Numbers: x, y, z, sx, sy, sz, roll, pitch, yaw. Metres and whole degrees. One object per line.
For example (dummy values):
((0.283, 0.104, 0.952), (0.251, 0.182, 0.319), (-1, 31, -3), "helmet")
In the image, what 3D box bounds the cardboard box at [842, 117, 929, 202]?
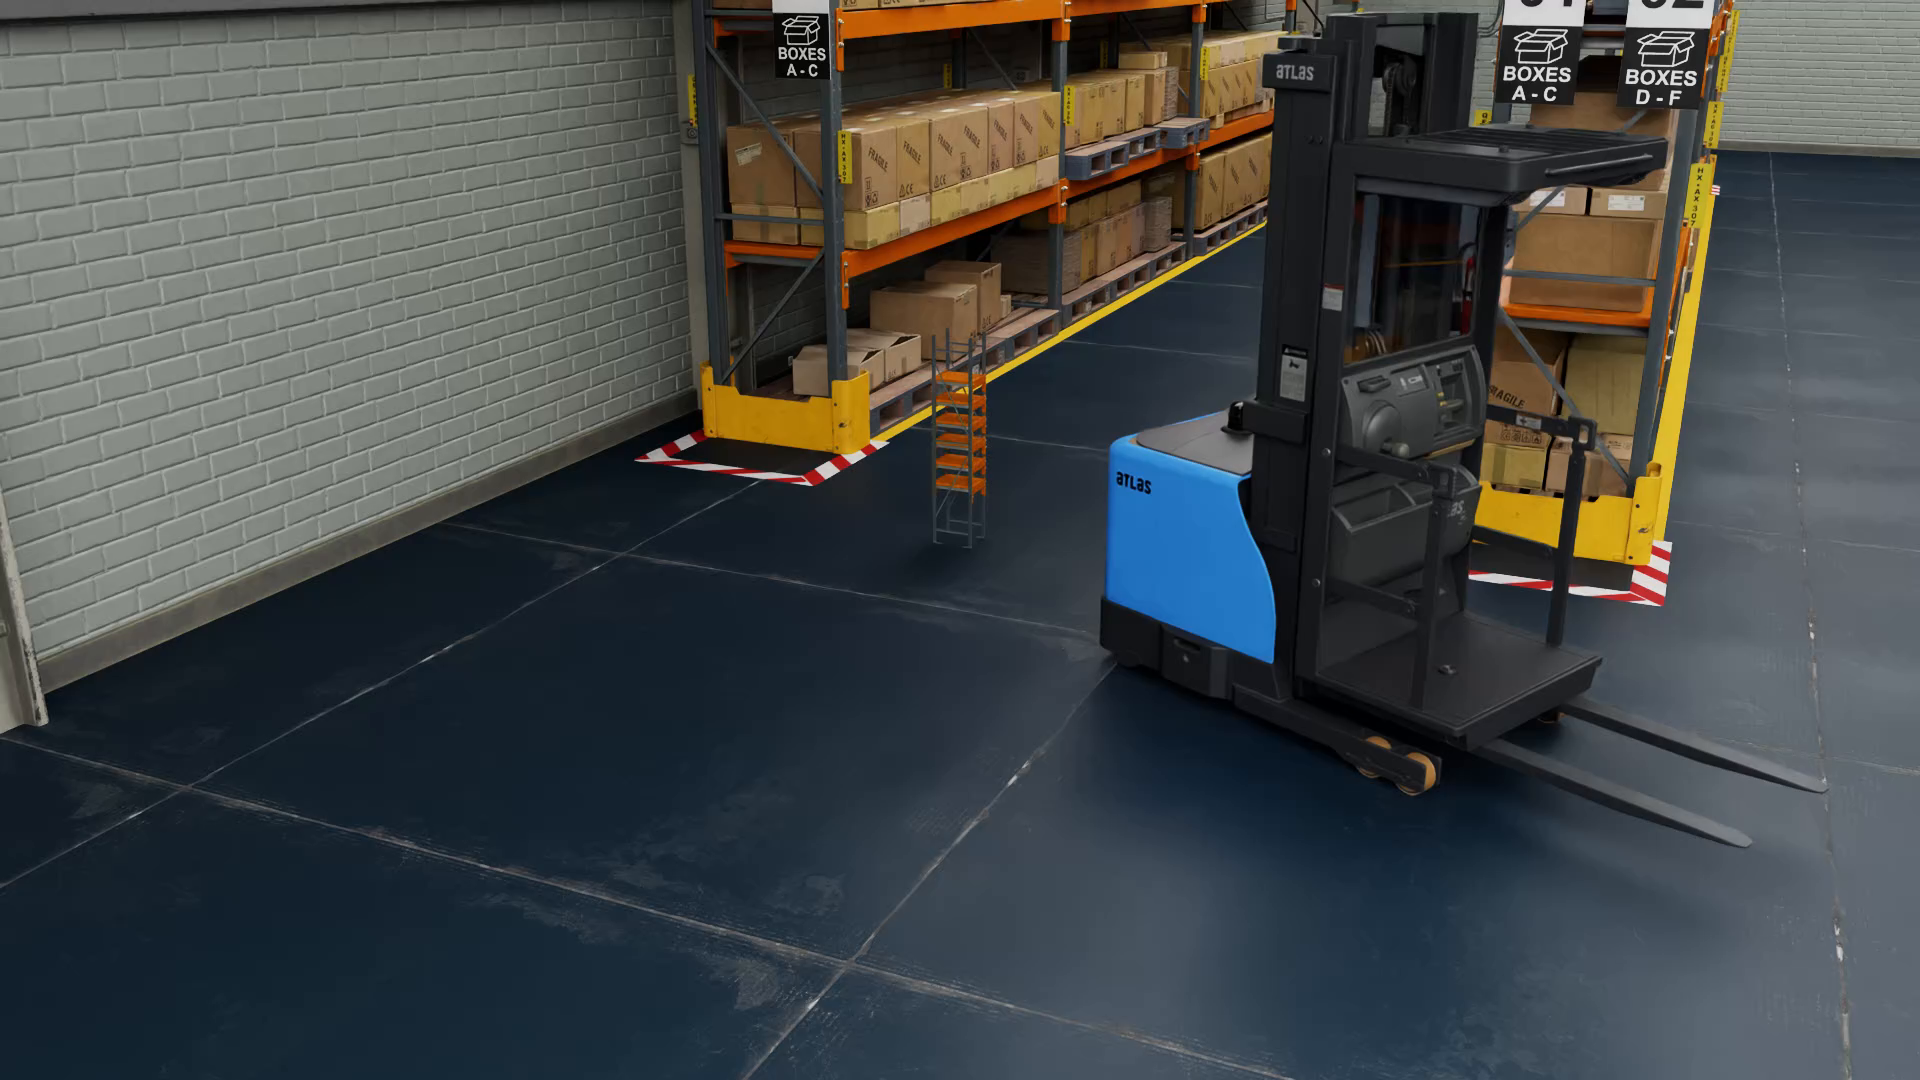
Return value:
((-0.544, -2.631, 11.465), (0.500, 0.500, 0.500), (9, 21, 23), "cardboard box")

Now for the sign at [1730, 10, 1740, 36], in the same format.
((10.346, -6.909, 22.220), (0.100, 0.325, 0.005), (9, 21, 23), "sign")

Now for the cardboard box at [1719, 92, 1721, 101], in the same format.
((9.494, -5.859, 21.318), (0.500, 0.500, 0.500), (9, 21, 23), "cardboard box")

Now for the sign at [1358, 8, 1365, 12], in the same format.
((5.816, -7.554, 24.152), (0.100, 0.325, 0.005), (9, 21, 23), "sign")

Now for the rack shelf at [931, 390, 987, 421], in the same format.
((-0.006, -0.745, 9.190), (0.258, 0.103, 0.180), (9, 21, 23), "rack shelf")

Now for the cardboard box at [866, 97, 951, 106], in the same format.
((-0.395, -3.175, 12.995), (0.500, 0.500, 0.500), (9, 22, 24), "cardboard box")

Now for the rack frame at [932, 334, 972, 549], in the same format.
((-0.043, -0.533, 9.177), (0.240, 1.200, 0.006), (9, 21, 23), "rack frame")

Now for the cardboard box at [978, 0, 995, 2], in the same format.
((0.021, -4.261, 12.319), (0.500, 0.500, 0.500), (8, 21, 21), "cardboard box")

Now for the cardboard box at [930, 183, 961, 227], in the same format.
((-0.322, -2.445, 12.060), (0.500, 0.250, 0.500), (8, 21, 22), "cardboard box")

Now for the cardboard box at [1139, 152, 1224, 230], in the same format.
((2.472, -3.922, 18.602), (0.750, 0.750, 0.750), (8, 21, 22), "cardboard box")

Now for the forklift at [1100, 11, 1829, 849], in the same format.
((2.003, -0.557, 6.660), (1.130, 2.935, 3.031), (-16, 25, -38), "forklift")

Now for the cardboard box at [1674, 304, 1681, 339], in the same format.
((5.535, -1.776, 13.464), (0.500, 0.250, 0.500), (9, 22, 24), "cardboard box")

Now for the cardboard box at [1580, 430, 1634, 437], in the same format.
((3.920, -0.595, 10.142), (0.500, 0.250, 0.500), (9, 21, 23), "cardboard box")

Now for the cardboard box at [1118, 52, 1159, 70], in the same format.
((1.819, -4.880, 16.941), (0.380, 0.149, 0.250), (5, 20, 14), "cardboard box")

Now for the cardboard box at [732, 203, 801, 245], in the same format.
((-1.211, -2.193, 11.352), (0.500, 0.250, 0.500), (9, 21, 23), "cardboard box")

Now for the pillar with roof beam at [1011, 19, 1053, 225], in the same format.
((4.657, -6.487, 14.280), (9.100, 9.000, 0.400), (9, 21, 23), "pillar with roof beam")

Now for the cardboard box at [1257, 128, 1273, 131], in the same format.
((4.169, -5.518, 22.644), (0.380, 0.149, 0.250), (8, 21, 21), "cardboard box")

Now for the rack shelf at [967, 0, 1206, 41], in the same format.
((1.232, -4.993, 15.629), (1.077, 0.370, 4.000), (9, 21, 23), "rack shelf")

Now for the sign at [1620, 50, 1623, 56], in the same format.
((7.711, -5.554, 19.318), (0.100, 0.325, 0.005), (9, 21, 23), "sign")

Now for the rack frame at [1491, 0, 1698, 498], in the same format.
((3.296, -1.406, 8.946), (1.000, 3.000, 0.127), (9, 21, 23), "rack frame")

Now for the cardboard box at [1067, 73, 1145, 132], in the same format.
((1.378, -4.256, 16.152), (0.700, 0.500, 0.500), (9, 21, 23), "cardboard box")

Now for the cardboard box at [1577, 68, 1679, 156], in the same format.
((4.141, -2.690, 10.472), (0.700, 0.500, 0.500), (9, 21, 23), "cardboard box")

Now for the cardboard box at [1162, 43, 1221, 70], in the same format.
((2.484, -5.192, 17.850), (0.500, 0.250, 0.500), (9, 22, 24), "cardboard box")

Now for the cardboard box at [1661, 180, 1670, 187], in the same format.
((3.758, -1.930, 9.302), (0.380, 0.149, 0.250), (8, 21, 21), "cardboard box")

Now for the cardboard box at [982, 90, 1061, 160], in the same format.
((0.501, -3.412, 13.662), (0.500, 0.500, 0.500), (8, 21, 23), "cardboard box")

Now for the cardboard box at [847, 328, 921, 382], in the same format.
((-0.626, -1.398, 12.281), (0.500, 0.311, 0.500), (11, 22, 27), "cardboard box")

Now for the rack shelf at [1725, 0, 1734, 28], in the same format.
((7.391, -5.537, 17.159), (1.077, 0.370, 4.000), (9, 21, 23), "rack shelf")

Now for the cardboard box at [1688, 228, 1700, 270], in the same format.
((7.019, -2.981, 16.448), (0.500, 0.500, 0.500), (10, 22, 25), "cardboard box")

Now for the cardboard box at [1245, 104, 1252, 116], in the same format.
((3.248, -5.119, 19.732), (0.380, 0.149, 0.250), (8, 21, 21), "cardboard box")

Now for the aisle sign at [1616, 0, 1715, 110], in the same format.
((3.548, -2.569, 8.335), (0.394, 0.787, 0.004), (9, 21, 23), "aisle sign")

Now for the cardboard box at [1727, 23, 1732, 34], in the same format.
((9.292, -6.171, 20.702), (0.500, 0.500, 0.500), (9, 22, 24), "cardboard box")

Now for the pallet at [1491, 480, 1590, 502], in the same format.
((3.571, -0.332, 10.086), (1.003, 0.211, 1.213), (9, 21, 23), "pallet")

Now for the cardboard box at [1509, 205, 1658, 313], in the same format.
((3.499, -1.594, 9.325), (0.700, 0.500, 0.500), (9, 21, 23), "cardboard box")

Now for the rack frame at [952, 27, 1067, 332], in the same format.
((0.413, -3.307, 14.292), (1.000, 3.000, 0.127), (9, 21, 23), "rack frame")

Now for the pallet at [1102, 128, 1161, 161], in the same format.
((1.278, -3.829, 16.045), (1.003, 0.211, 1.213), (9, 21, 23), "pallet")

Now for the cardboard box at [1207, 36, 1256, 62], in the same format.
((3.096, -5.658, 19.160), (0.500, 0.250, 0.500), (8, 21, 22), "cardboard box")

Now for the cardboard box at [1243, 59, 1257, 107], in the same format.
((3.116, -5.311, 19.302), (0.500, 0.500, 0.500), (9, 22, 24), "cardboard box")

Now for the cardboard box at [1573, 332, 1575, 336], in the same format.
((4.114, -1.103, 10.451), (0.500, 0.500, 0.500), (9, 21, 23), "cardboard box")

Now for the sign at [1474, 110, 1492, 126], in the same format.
((2.806, -2.142, 8.933), (0.100, 0.325, 0.005), (9, 21, 23), "sign")

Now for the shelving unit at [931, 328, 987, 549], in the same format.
((-0.006, -0.561, 9.255), (0.258, 1.200, 0.189), (9, 21, 23), "shelving unit")

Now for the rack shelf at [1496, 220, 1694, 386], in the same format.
((4.115, -1.678, 10.785), (1.077, 0.370, 4.000), (9, 21, 23), "rack shelf")

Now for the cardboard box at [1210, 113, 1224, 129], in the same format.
((2.694, -4.635, 18.372), (0.380, 0.149, 0.250), (9, 22, 24), "cardboard box")

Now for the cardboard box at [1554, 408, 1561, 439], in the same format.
((3.440, -0.667, 10.345), (0.500, 0.250, 0.500), (9, 21, 23), "cardboard box")

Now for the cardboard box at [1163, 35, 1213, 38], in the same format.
((2.636, -5.724, 19.346), (0.500, 0.250, 0.500), (8, 21, 21), "cardboard box")

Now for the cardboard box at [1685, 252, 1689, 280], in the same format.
((5.959, -2.358, 14.261), (0.500, 0.311, 0.500), (9, 22, 24), "cardboard box")

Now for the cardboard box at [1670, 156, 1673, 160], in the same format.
((4.283, -2.319, 10.395), (0.380, 0.149, 0.250), (9, 21, 23), "cardboard box")

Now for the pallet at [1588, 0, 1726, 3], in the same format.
((4.608, -3.736, 11.153), (1.003, 0.211, 1.213), (9, 21, 23), "pallet")

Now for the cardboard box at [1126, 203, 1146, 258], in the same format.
((1.487, -3.191, 17.038), (0.700, 0.500, 0.500), (9, 21, 23), "cardboard box")

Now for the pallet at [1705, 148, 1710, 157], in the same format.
((6.785, -3.978, 16.464), (1.213, 0.211, 1.003), (9, 21, 23), "pallet")

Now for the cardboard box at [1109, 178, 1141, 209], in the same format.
((1.513, -3.520, 16.845), (0.500, 0.250, 0.500), (9, 21, 24), "cardboard box")
